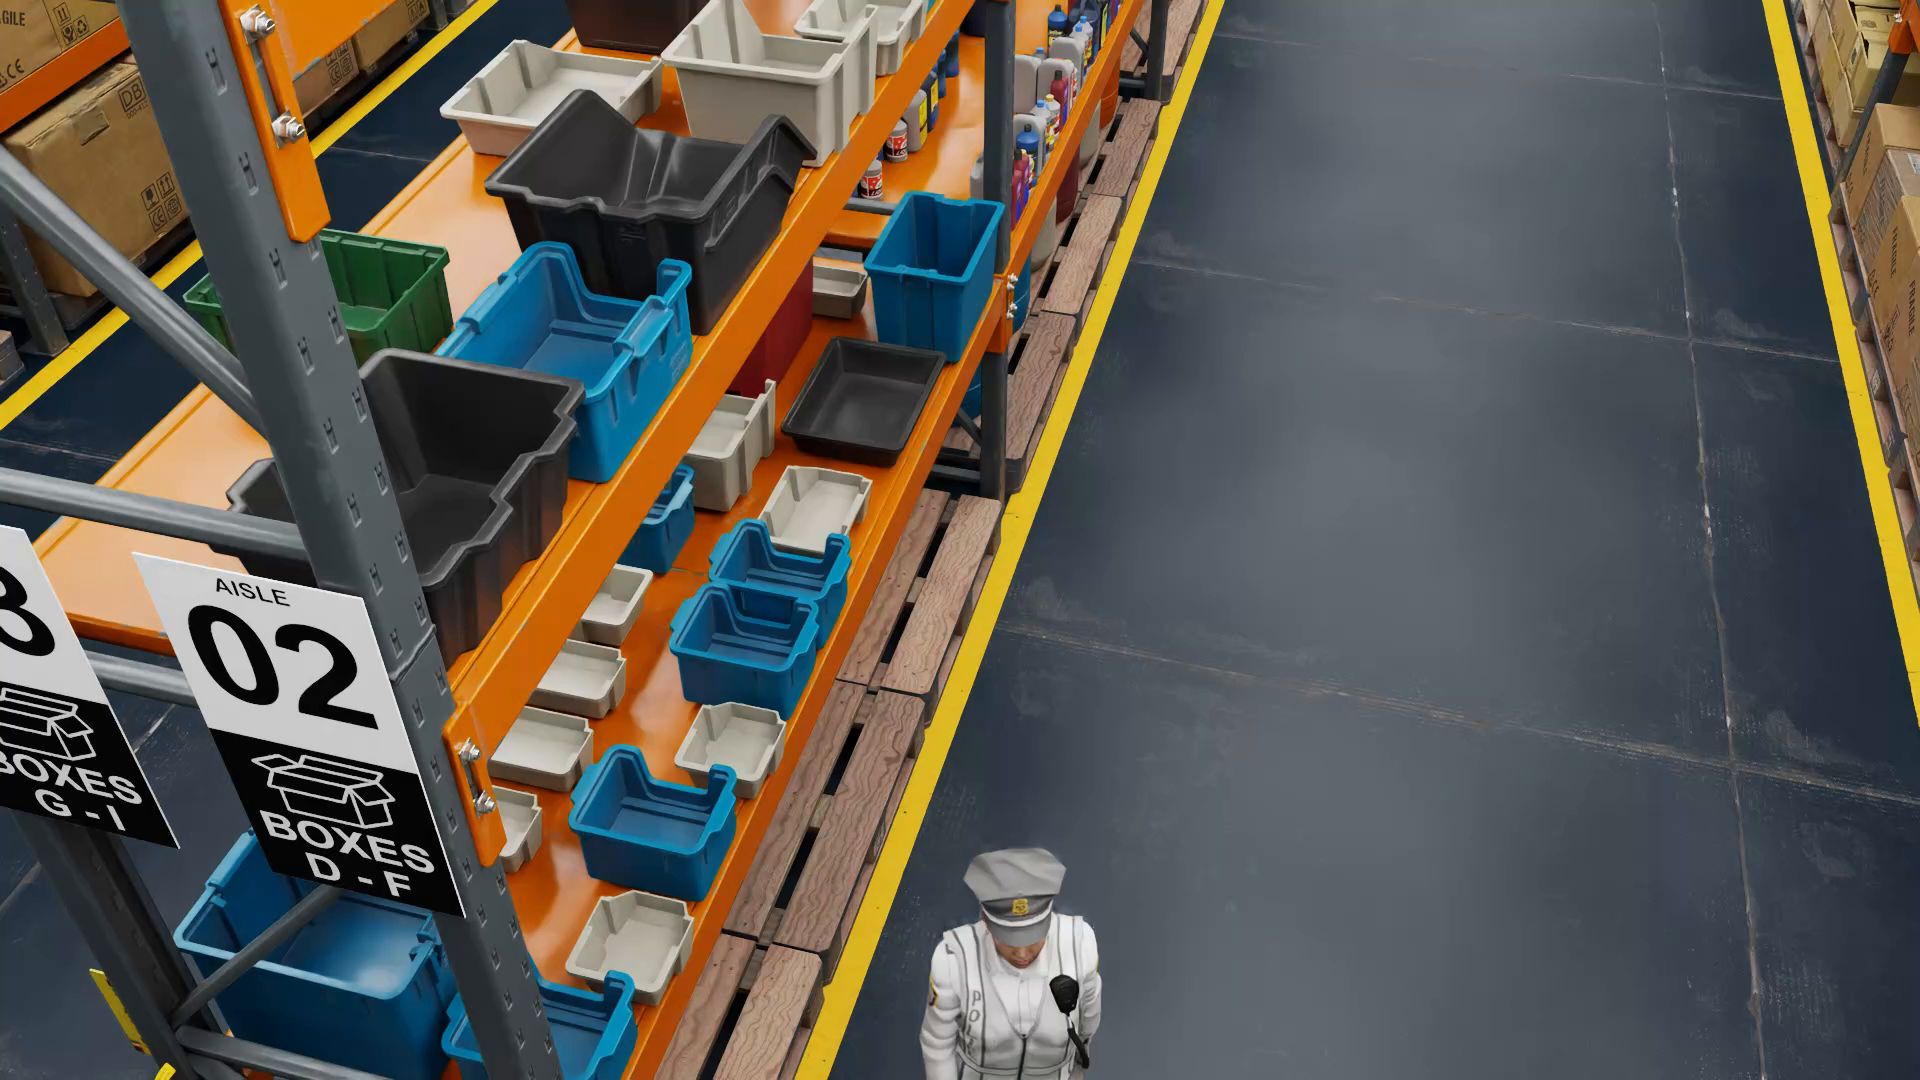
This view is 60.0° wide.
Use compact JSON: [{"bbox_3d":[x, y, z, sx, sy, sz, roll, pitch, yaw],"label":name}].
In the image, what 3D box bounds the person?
[{"bbox_3d":[0.143,1.460,4.487,0.496,1.736,0.602,-2,41,-2],"label":"person"}]
